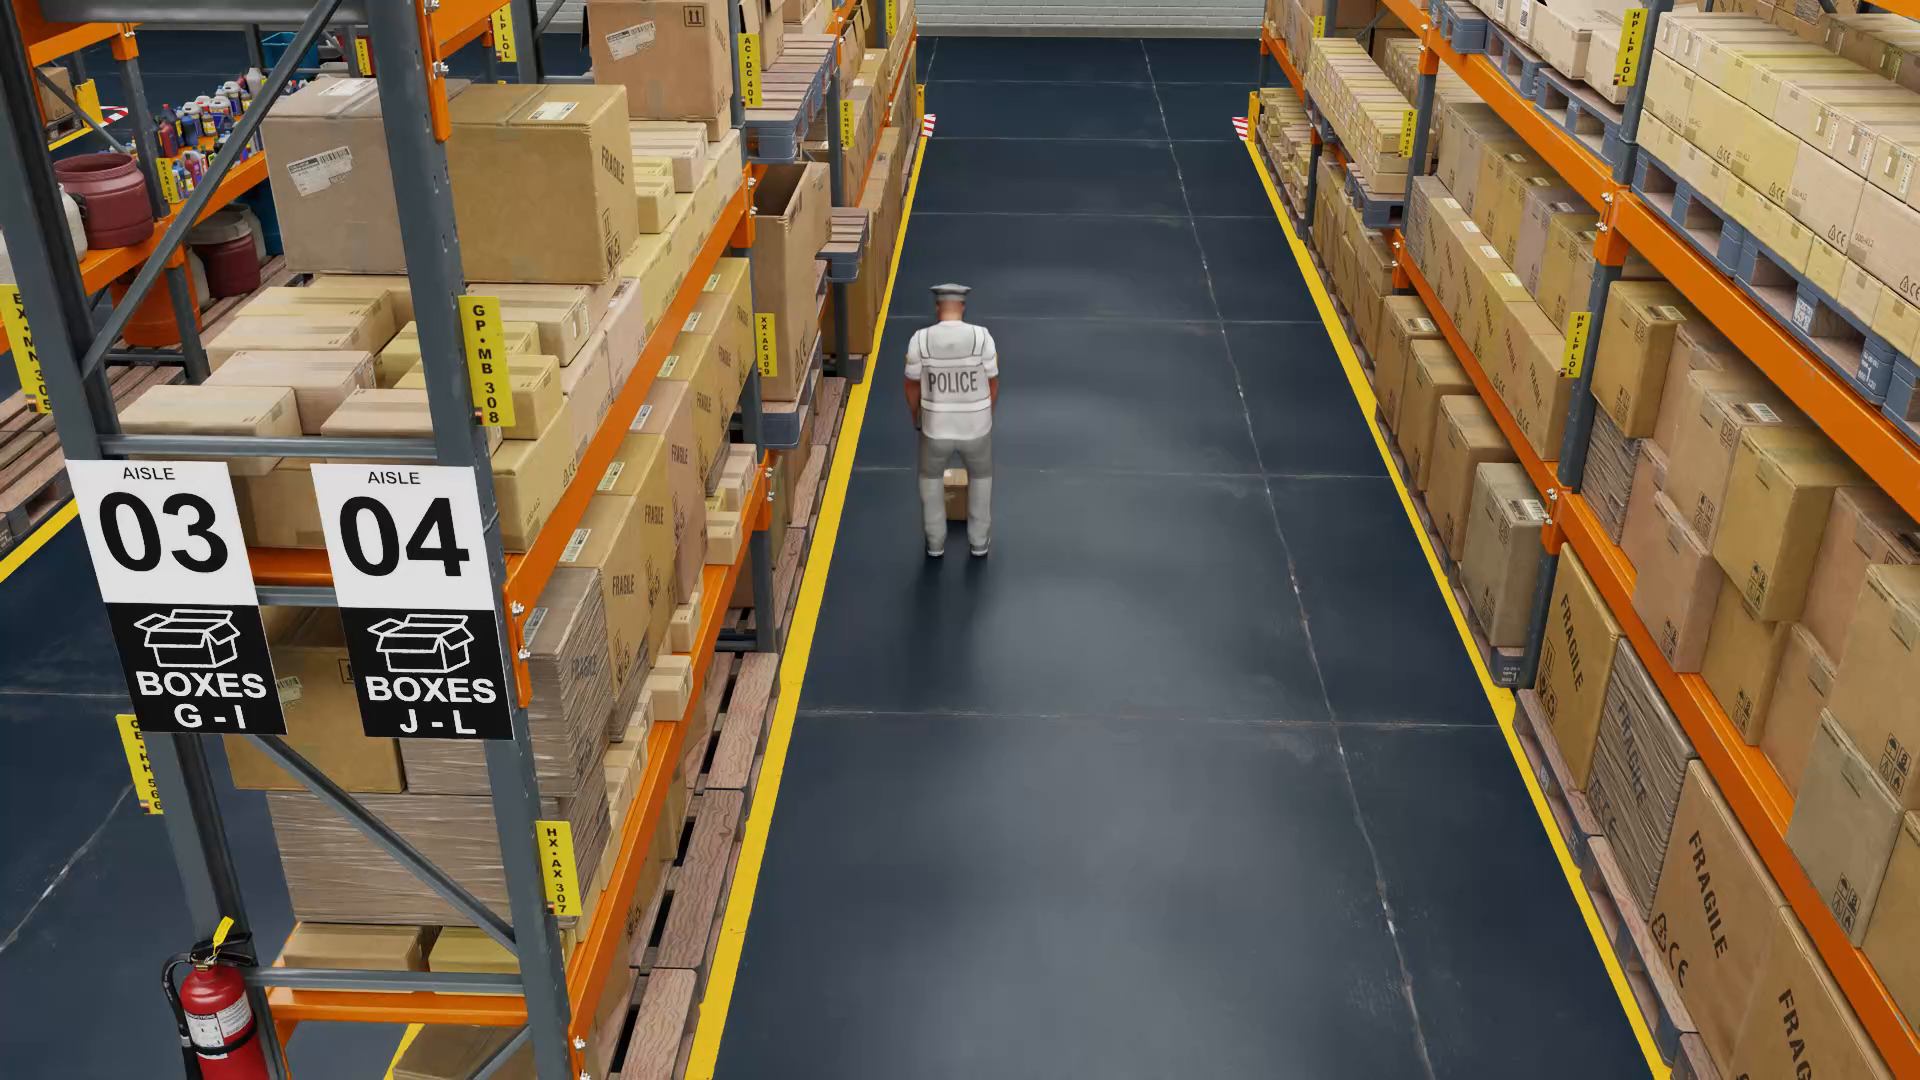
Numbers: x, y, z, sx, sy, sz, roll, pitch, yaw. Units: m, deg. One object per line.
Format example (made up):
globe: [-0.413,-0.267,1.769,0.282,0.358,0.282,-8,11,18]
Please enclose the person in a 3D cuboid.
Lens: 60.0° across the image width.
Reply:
person: [-0.053,-0.701,10.024,0.561,1.690,0.517,1,28,1]
